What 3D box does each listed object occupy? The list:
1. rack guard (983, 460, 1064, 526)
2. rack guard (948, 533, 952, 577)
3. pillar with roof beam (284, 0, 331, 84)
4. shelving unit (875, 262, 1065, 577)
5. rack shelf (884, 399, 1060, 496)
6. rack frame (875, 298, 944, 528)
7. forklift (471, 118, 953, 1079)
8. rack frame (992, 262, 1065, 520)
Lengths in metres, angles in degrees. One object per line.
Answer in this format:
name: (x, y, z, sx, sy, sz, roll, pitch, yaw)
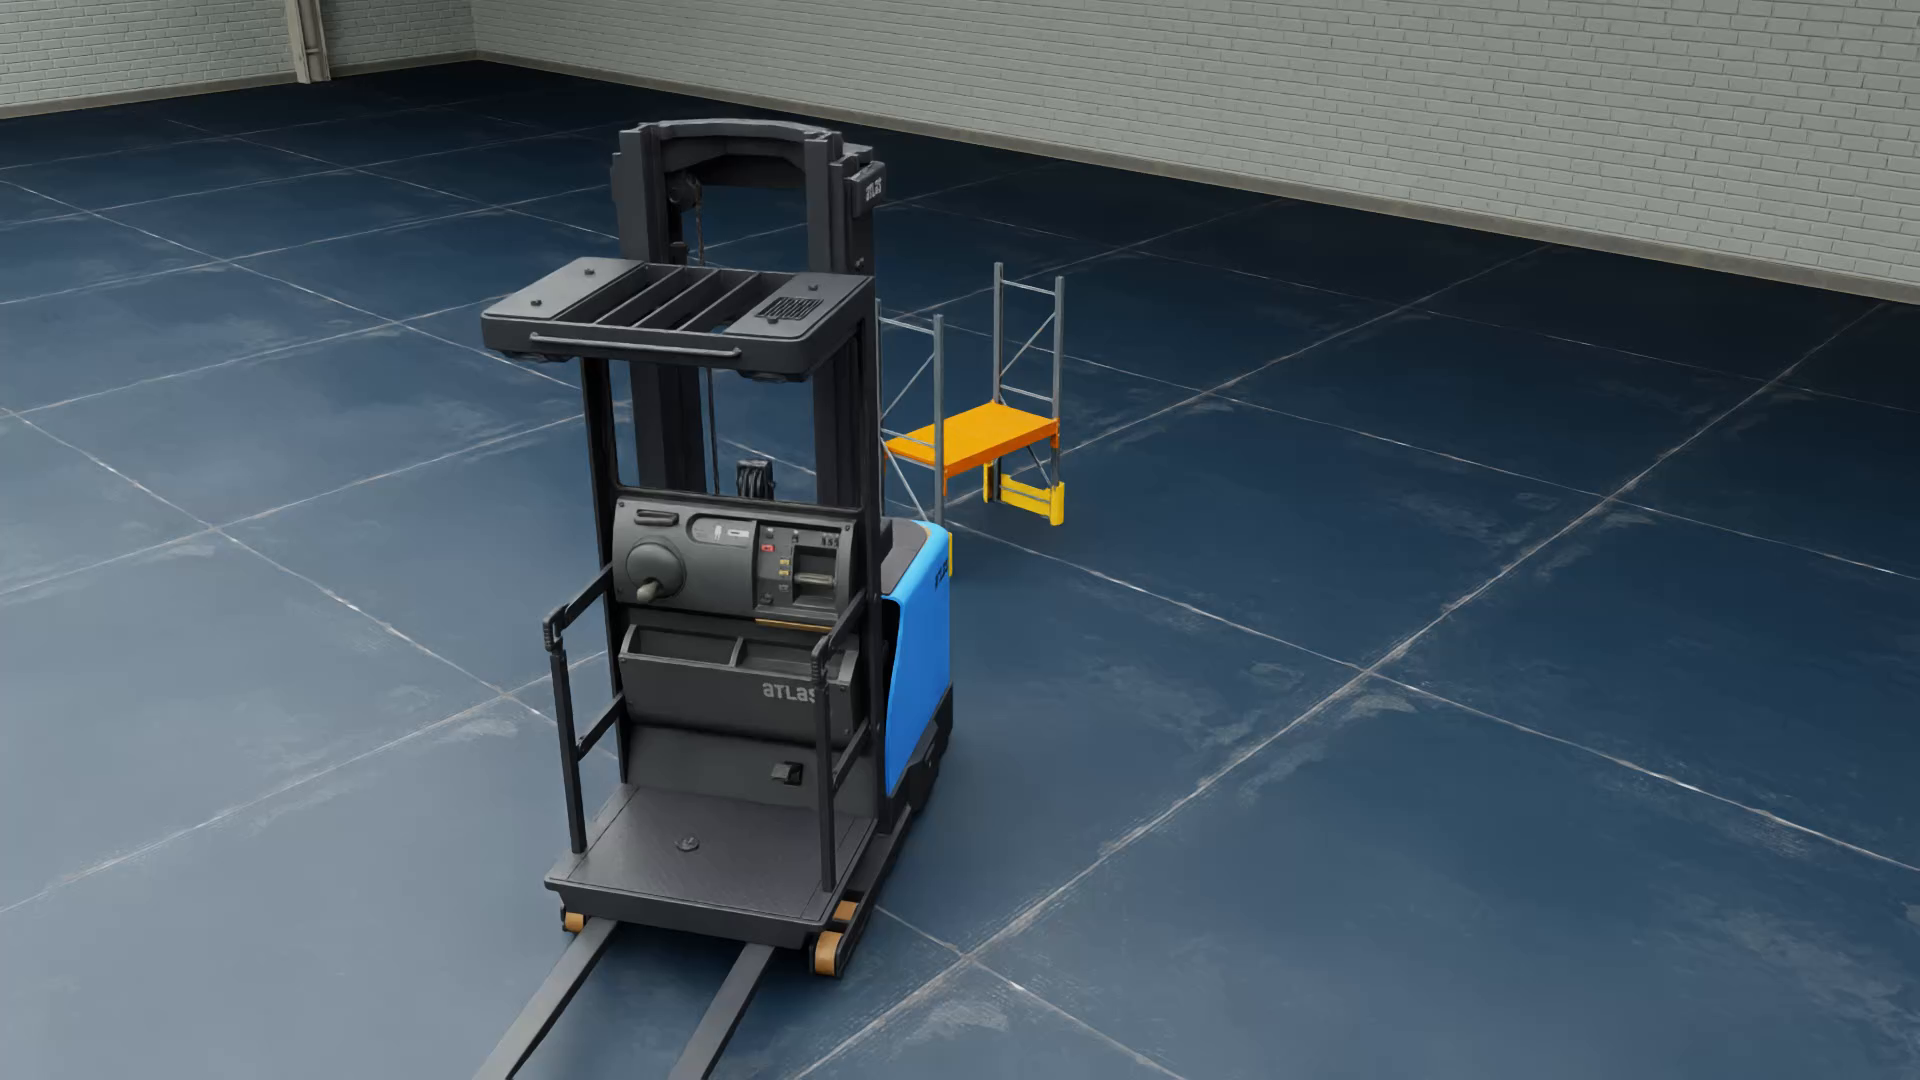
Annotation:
rack guard: (0.383, -0.289, 10.089, 0.587, 0.250, 0.087, 20, 31, 38)
rack guard: (-0.282, 0.014, 9.412, 0.587, 0.250, 0.087, 20, 31, 38)
pillar with roof beam: (-6.638, -9.924, 20.885, 9.100, 9.000, 0.400, 20, 31, 38)
shelving unit: (0.051, -0.708, 9.495, 0.587, 1.500, 1.083, 20, 31, 38)
rack shelf: (0.057, -0.546, 9.575, 0.538, 0.185, 1.000, 20, 31, 38)
rack frame: (-0.282, -0.555, 9.156, 0.500, 1.500, 0.032, 20, 31, 38)
forklift: (-0.890, 0.103, 5.939, 1.130, 2.935, 3.031, 6, 25, 13)
rack frame: (0.396, -0.865, 9.847, 0.500, 1.500, 0.032, 20, 31, 38)
